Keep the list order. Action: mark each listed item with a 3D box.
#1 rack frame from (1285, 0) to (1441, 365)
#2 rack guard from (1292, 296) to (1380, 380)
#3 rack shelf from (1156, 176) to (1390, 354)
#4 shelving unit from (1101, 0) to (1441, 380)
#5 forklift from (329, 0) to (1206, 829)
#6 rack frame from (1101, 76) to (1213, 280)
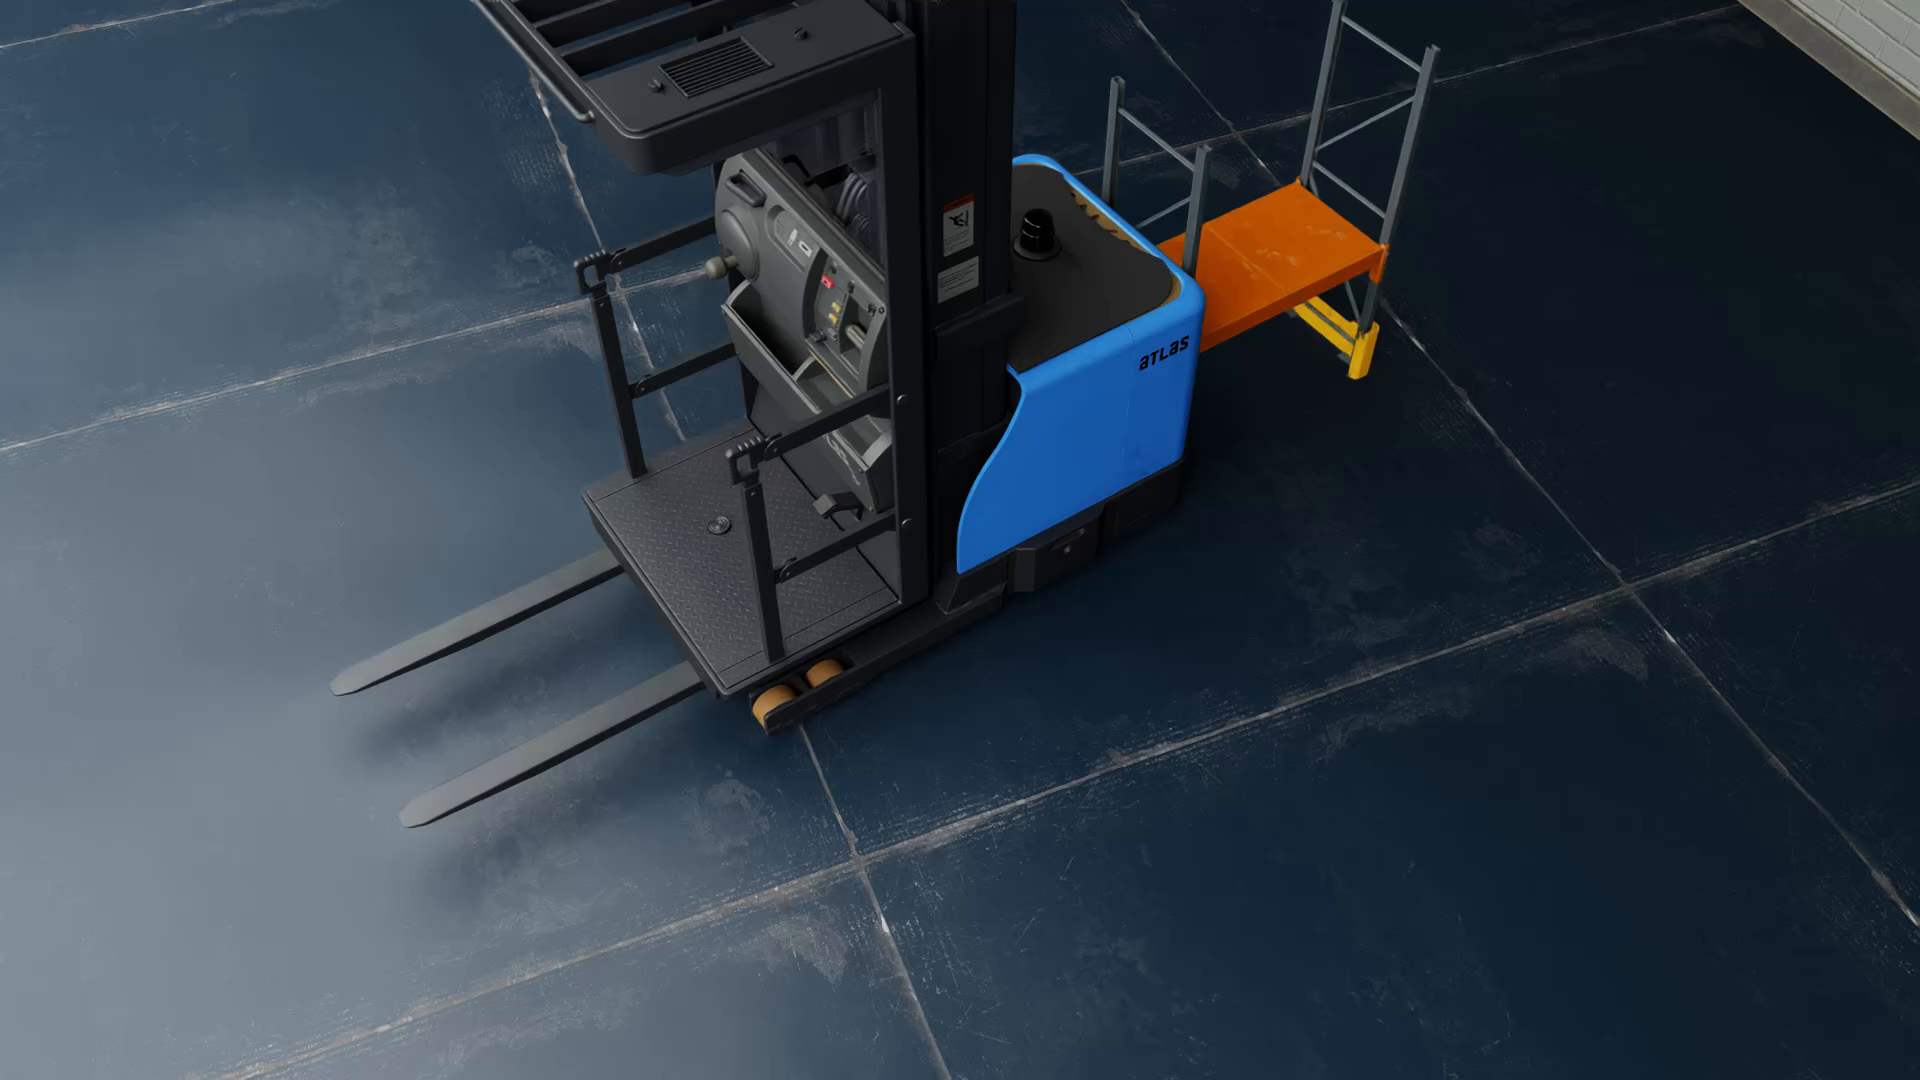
[{"bbox_3d":[1.505,-1.349,6.420,0.032,1.500,0.500,-27,55,-21],"label":"rack frame"},{"bbox_3d":[1.488,-0.934,6.887,0.087,0.250,0.587,-27,55,-21],"label":"rack guard"},{"bbox_3d":[1.083,-1.016,6.371,1.000,0.185,0.538,-27,55,-21],"label":"rack shelf"},{"bbox_3d":[1.076,-1.130,6.232,1.083,1.500,0.587,-27,55,-21],"label":"shelving unit"},{"bbox_3d":[-0.664,-0.762,4.972,3.031,2.935,1.130,-27,55,-21],"label":"forklift"},{"bbox_3d":[0.662,-0.918,6.050,0.032,1.500,0.500,-27,55,-21],"label":"rack frame"}]
